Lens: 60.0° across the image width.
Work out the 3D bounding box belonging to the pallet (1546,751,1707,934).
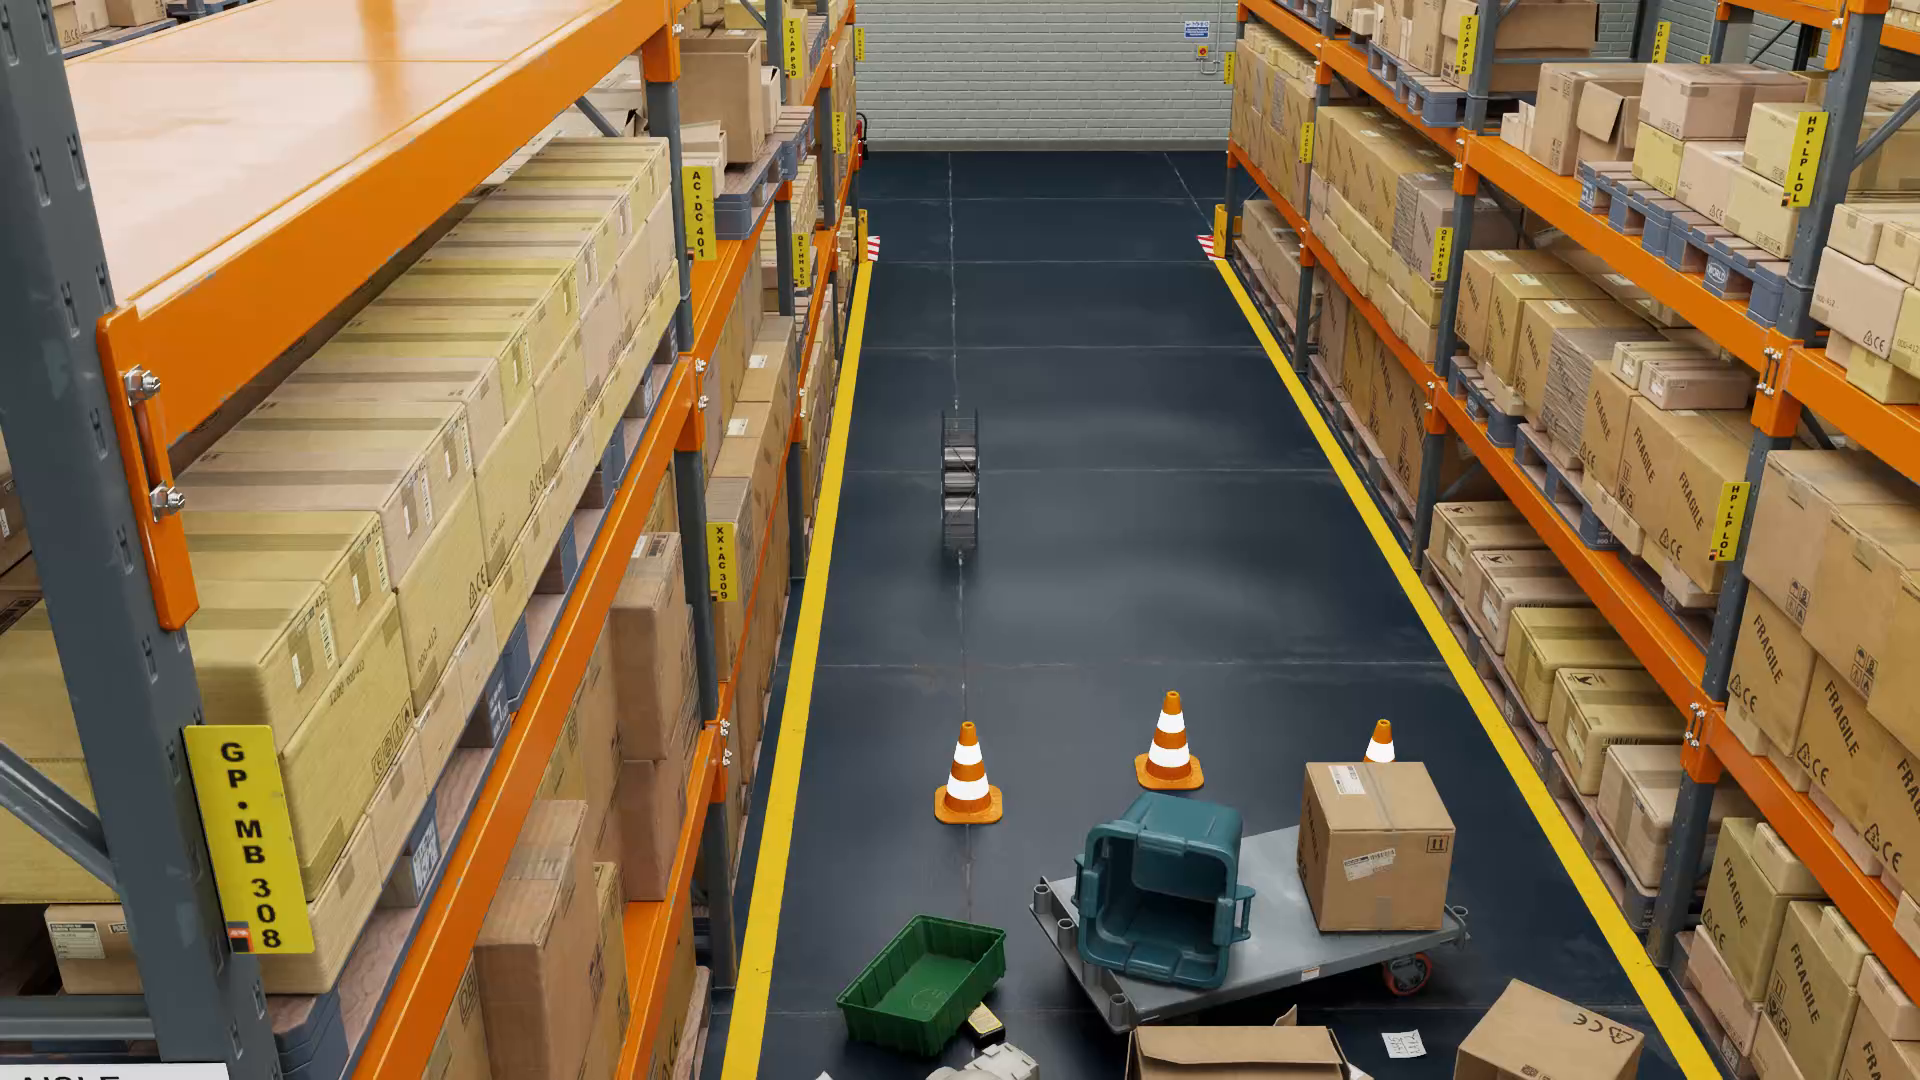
[{"bbox_3d":[3.486,1.404,7.889,1.003,0.211,1.213,0,24,-1],"label":"pallet"}]

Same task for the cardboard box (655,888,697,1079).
[{"bbox_3d":[-1.516,1.554,6.242,0.875,0.875,0.875,0,24,0],"label":"cardboard box"}]

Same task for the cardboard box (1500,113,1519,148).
[{"bbox_3d":[3.285,-2.316,9.395,0.380,0.149,0.250,0,24,-1],"label":"cardboard box"}]

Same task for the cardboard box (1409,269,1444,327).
[{"bbox_3d":[3.193,-1.552,10.616,0.500,0.250,0.500,0,24,-1],"label":"cardboard box"}]

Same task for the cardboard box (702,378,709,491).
[{"bbox_3d":[-1.472,-0.399,7.158,0.700,0.500,0.500,-1,24,-1],"label":"cardboard box"}]

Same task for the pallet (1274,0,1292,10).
[{"bbox_3d":[3.399,-5.007,15.149,1.003,0.211,1.213,0,24,-1],"label":"pallet"}]

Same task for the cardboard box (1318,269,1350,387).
[{"bbox_3d":[3.495,-1.810,13.681,0.875,0.875,0.875,0,24,1],"label":"cardboard box"}]

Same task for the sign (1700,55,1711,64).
[{"bbox_3d":[7.785,-4.906,17.407,0.100,0.325,0.005,0,24,-1],"label":"sign"}]

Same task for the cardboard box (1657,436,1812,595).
[{"bbox_3d":[3.261,-0.107,6.856,0.500,0.500,0.500,-1,24,-2],"label":"cardboard box"}]

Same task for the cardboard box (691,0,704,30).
[{"bbox_3d":[-1.781,-3.268,10.145,0.396,0.266,0.258,0,24,-1],"label":"cardboard box"}]

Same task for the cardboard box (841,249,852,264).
[{"bbox_3d":[-1.267,-2.811,16.414,0.380,0.149,0.250,0,24,0],"label":"cardboard box"}]

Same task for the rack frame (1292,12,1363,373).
[{"bbox_3d":[3.408,-2.842,13.894,1.000,3.000,0.127,0,24,-1],"label":"rack frame"}]

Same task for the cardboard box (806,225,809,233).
[{"bbox_3d":[-1.323,-2.265,12.413,0.380,0.149,0.250,-1,24,-3],"label":"cardboard box"}]

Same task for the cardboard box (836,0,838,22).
[{"bbox_3d":[-1.296,-4.475,14.046,0.500,0.250,0.500,-1,24,-1],"label":"cardboard box"}]

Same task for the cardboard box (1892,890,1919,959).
[{"bbox_3d":[3.183,1.227,5.201,0.380,0.149,0.250,0,24,0],"label":"cardboard box"}]

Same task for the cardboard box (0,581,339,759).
[{"bbox_3d":[-1.095,0.175,2.289,0.380,0.149,0.250,0,24,0],"label":"cardboard box"}]

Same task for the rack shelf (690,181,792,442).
[{"bbox_3d":[-1.475,-1.345,7.816,1.077,0.370,4.000,0,24,-1],"label":"rack shelf"}]

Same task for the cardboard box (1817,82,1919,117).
[{"bbox_3d":[3.874,-1.711,6.819,0.500,0.250,0.500,-1,24,-2],"label":"cardboard box"}]

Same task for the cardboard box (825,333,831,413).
[{"bbox_3d":[-1.275,-1.315,13.042,0.500,0.500,0.500,-1,24,-2],"label":"cardboard box"}]

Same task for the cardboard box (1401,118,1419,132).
[{"bbox_3d":[3.677,-2.947,12.792,0.500,0.500,0.500,0,24,0],"label":"cardboard box"}]

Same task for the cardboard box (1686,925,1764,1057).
[{"bbox_3d":[3.232,1.760,6.545,0.500,0.250,0.500,-1,24,-3],"label":"cardboard box"}]

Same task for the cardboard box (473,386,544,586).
[{"bbox_3d":[-1.171,-0.121,3.429,0.500,0.250,0.500,0,24,-1],"label":"cardboard box"}]

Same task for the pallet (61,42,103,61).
[{"bbox_3d":[-6.533,-3.156,11.177,1.003,0.211,1.213,1,24,2],"label":"pallet"}]

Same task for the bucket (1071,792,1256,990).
[{"bbox_3d":[0.854,1.363,6.724,0.726,0.611,0.620,8,16,18],"label":"bucket"}]

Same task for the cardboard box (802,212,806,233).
[{"bbox_3d":[-1.321,-2.284,12.095,0.380,0.149,0.250,0,24,0],"label":"cardboard box"}]

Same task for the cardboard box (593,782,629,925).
[{"bbox_3d":[-1.520,1.051,5.103,0.875,0.550,0.550,0,24,-1],"label":"cardboard box"}]

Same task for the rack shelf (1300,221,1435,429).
[{"bbox_3d":[3.430,-1.690,12.220,1.077,0.370,4.000,0,24,-1],"label":"rack shelf"}]

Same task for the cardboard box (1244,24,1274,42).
[{"bbox_3d":[3.092,-5.140,16.852,0.380,0.149,0.250,0,24,1],"label":"cardboard box"}]

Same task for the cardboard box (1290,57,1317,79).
[{"bbox_3d":[3.140,-4.183,14.738,0.380,0.149,0.250,0,24,-1],"label":"cardboard box"}]

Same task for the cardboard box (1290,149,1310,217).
[{"bbox_3d":[3.148,-3.078,14.294,0.500,0.500,0.500,0,24,0],"label":"cardboard box"}]

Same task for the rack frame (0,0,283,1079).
[{"bbox_3d":[-1.413,-0.567,1.583,0.949,2.616,0.053,0,24,-1],"label":"rack frame"}]

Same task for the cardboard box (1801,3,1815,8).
[{"bbox_3d":[8.019,-5.002,15.334,0.380,0.149,0.250,0,24,0],"label":"cardboard box"}]

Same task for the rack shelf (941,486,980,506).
[{"bbox_3d":[0.000,-0.301,11.123,0.258,0.077,0.200,0,24,-1],"label":"rack shelf"}]

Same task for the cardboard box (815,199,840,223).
[{"bbox_3d":[-1.216,-2.782,14.066,0.380,0.149,0.250,1,24,1],"label":"cardboard box"}]

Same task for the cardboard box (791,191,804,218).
[{"bbox_3d":[-1.327,-2.425,12.044,0.380,0.149,0.250,-1,24,-3],"label":"cardboard box"}]

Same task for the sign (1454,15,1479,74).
[{"bbox_3d":[2.897,-2.833,9.511,0.100,0.325,0.005,0,24,-1],"label":"sign"}]

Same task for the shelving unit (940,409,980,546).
[{"bbox_3d":[0.000,-0.413,11.072,0.258,0.900,0.210,0,24,-1],"label":"shelving unit"}]

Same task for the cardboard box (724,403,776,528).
[{"bbox_3d":[-1.204,-0.368,8.303,0.500,0.500,0.500,0,24,0],"label":"cardboard box"}]

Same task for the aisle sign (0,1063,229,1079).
[{"bbox_3d":[-1.109,1.010,2.222,0.394,0.787,0.004,0,24,-1],"label":"aisle sign"}]

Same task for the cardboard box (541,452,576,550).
[{"bbox_3d":[-1.110,-0.090,3.844,0.380,0.149,0.250,0,24,0],"label":"cardboard box"}]

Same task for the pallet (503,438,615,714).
[{"bbox_3d":[-1.444,0.031,4.010,1.003,0.211,1.213,0,24,-1],"label":"pallet"}]

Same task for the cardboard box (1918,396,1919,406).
[{"bbox_3d":[3.314,-0.459,5.289,0.380,0.149,0.250,0,24,-1],"label":"cardboard box"}]

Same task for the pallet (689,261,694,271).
[{"bbox_3d":[-1.512,-1.139,6.720,0.805,0.209,1.217,-1,24,-3],"label":"pallet"}]

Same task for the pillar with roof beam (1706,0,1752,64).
[{"bbox_3d":[4.895,-8.343,18.778,9.100,9.000,0.400,0,24,-1],"label":"pillar with roof beam"}]

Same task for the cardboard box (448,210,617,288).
[{"bbox_3d":[-1.118,-0.767,4.373,0.380,0.149,0.250,0,24,0],"label":"cardboard box"}]

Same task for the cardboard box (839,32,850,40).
[{"bbox_3d":[-1.325,-4.667,16.233,0.500,0.500,0.500,-1,24,-2],"label":"cardboard box"}]

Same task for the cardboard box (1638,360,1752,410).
[{"bbox_3d":[3.244,-0.687,7.349,0.380,0.149,0.250,-1,24,-2],"label":"cardboard box"}]

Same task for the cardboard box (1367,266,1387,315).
[{"bbox_3d":[3.176,-1.751,11.663,0.500,0.250,0.500,0,24,-1],"label":"cardboard box"}]

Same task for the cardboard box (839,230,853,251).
[{"bbox_3d":[-1.252,-2.946,16.351,0.380,0.149,0.250,1,24,1],"label":"cardboard box"}]

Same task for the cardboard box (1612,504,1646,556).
[{"bbox_3d":[3.190,-0.048,7.512,0.380,0.149,0.250,-1,24,-1],"label":"cardboard box"}]

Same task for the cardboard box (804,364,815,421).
[{"bbox_3d":[-1.268,-1.018,11.475,0.500,0.250,0.500,-1,24,-1],"label":"cardboard box"}]

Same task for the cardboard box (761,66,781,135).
[{"bbox_3d":[-1.185,-2.264,8.452,0.500,0.311,0.500,0,24,-1],"label":"cardboard box"}]

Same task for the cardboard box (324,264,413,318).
[{"bbox_3d":[-1.715,-0.534,4.341,0.500,0.250,0.500,-1,24,-1],"label":"cardboard box"}]

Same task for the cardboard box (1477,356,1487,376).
[{"bbox_3d":[3.239,-1.019,9.659,0.380,0.149,0.250,-2,24,-4],"label":"cardboard box"}]
